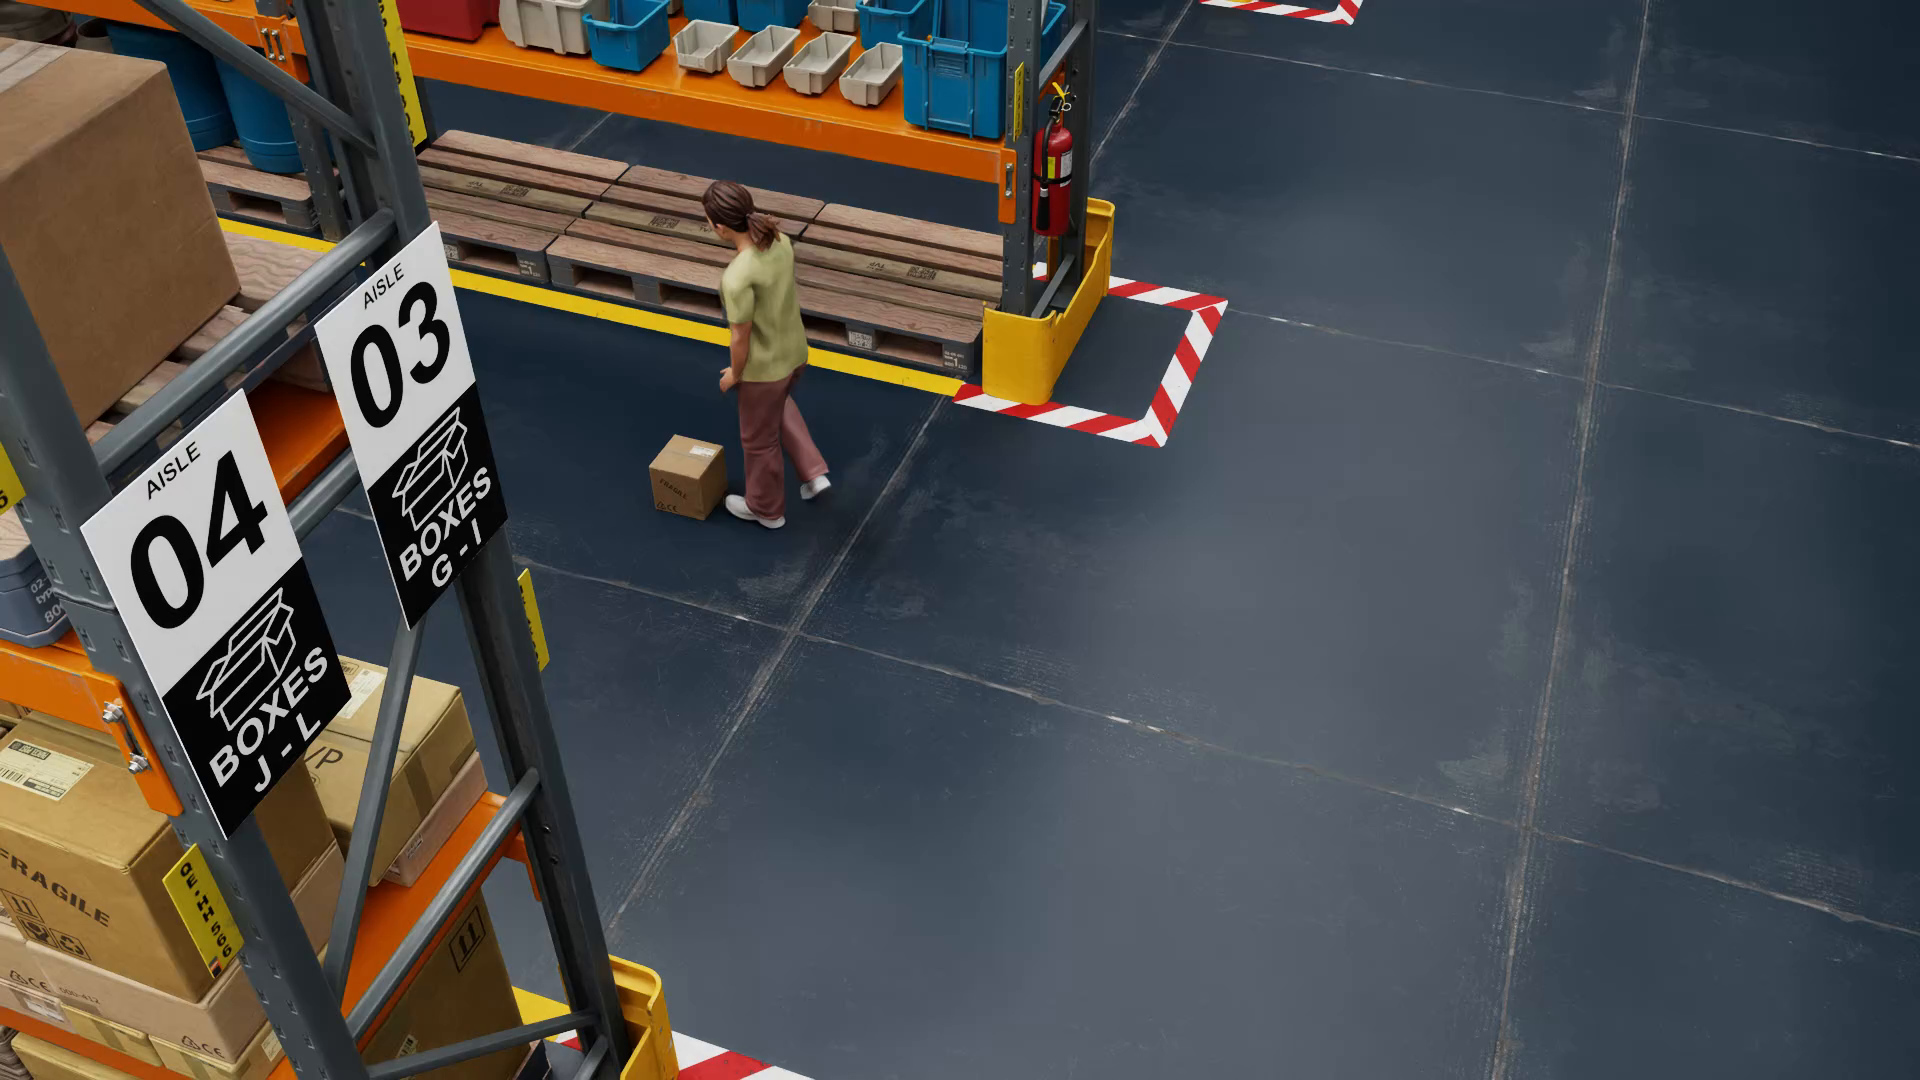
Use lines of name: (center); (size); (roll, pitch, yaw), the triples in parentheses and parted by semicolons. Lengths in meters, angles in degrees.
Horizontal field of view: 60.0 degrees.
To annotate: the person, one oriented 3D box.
person: (-0.836, -0.754, 6.988); (0.510, 1.667, 0.478); (20, 46, 21)
